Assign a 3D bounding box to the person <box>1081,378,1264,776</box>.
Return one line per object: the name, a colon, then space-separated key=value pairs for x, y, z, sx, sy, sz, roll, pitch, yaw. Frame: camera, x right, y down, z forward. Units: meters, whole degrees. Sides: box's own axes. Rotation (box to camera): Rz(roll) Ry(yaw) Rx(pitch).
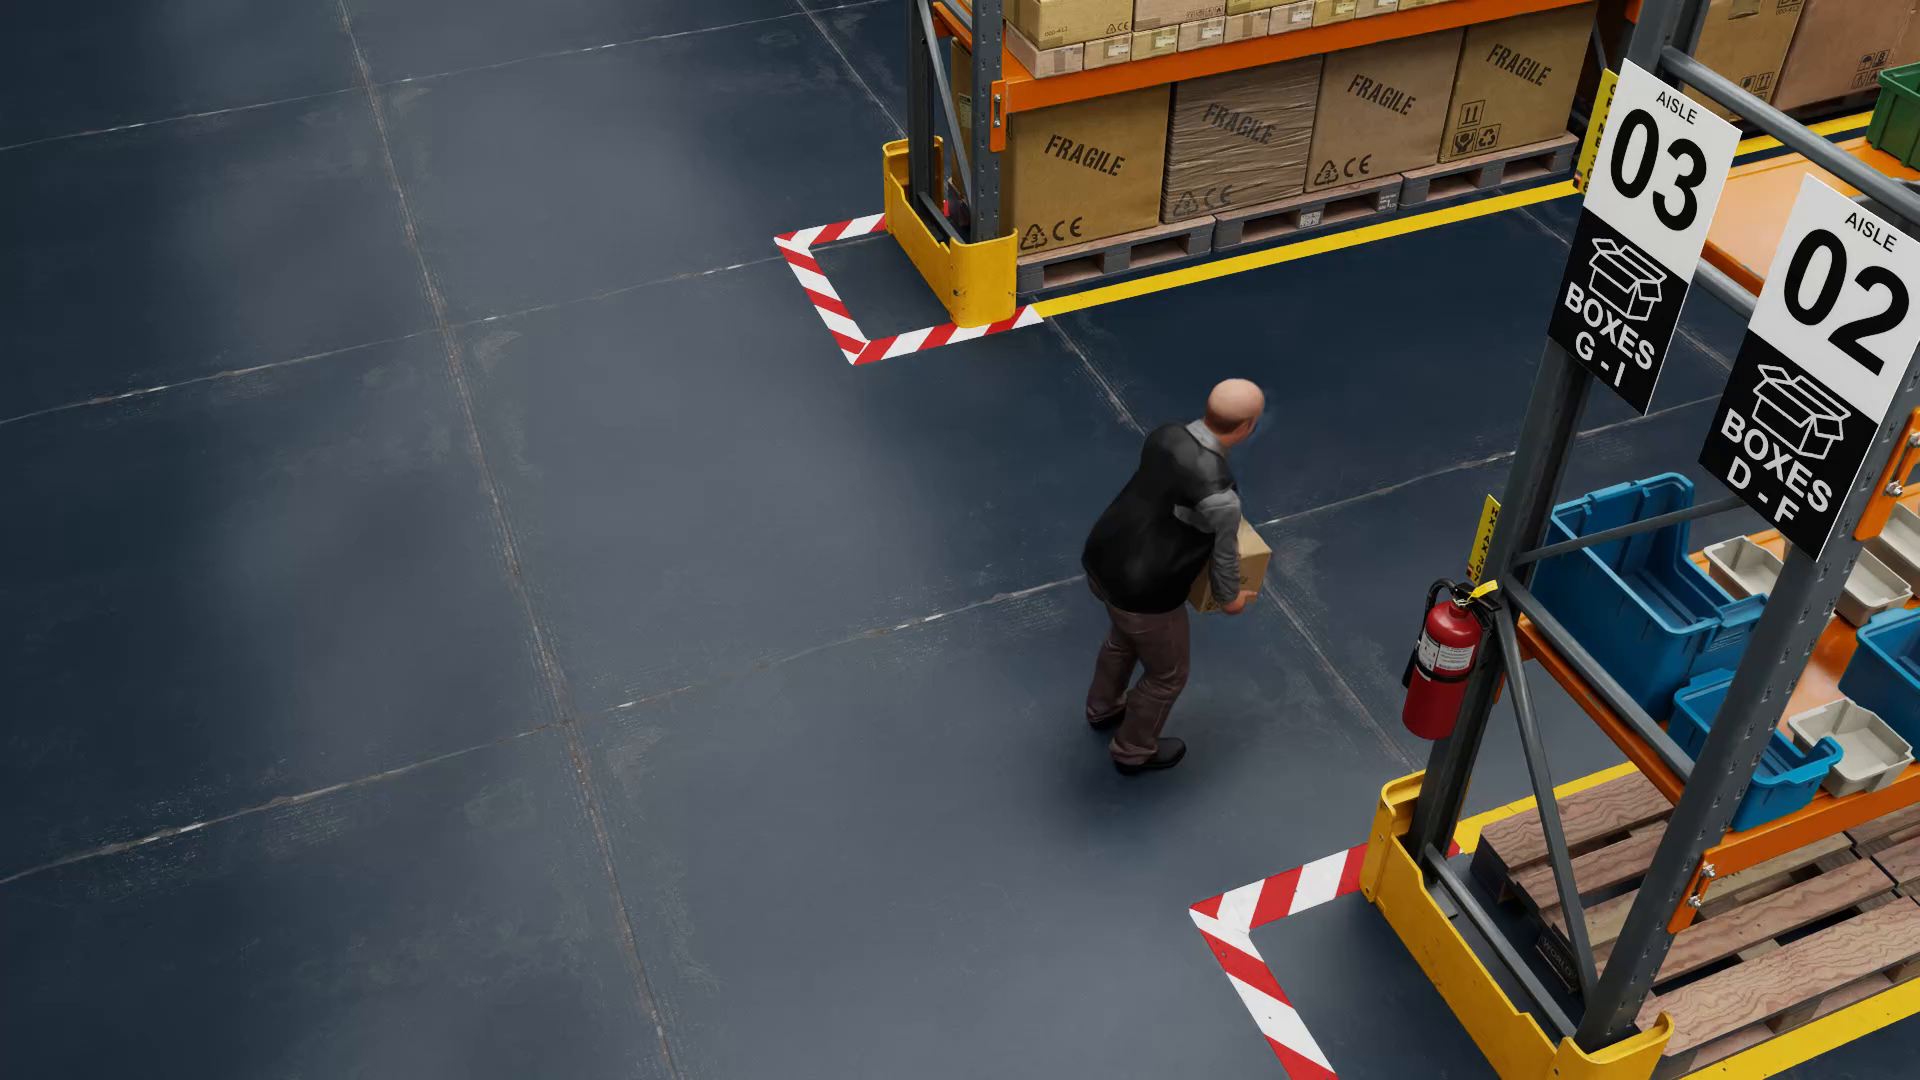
person: x=0.756 y=0.138 z=6.088 sx=0.614 sy=1.640 sz=0.472 roll=-16 pitch=44 yaw=-17
